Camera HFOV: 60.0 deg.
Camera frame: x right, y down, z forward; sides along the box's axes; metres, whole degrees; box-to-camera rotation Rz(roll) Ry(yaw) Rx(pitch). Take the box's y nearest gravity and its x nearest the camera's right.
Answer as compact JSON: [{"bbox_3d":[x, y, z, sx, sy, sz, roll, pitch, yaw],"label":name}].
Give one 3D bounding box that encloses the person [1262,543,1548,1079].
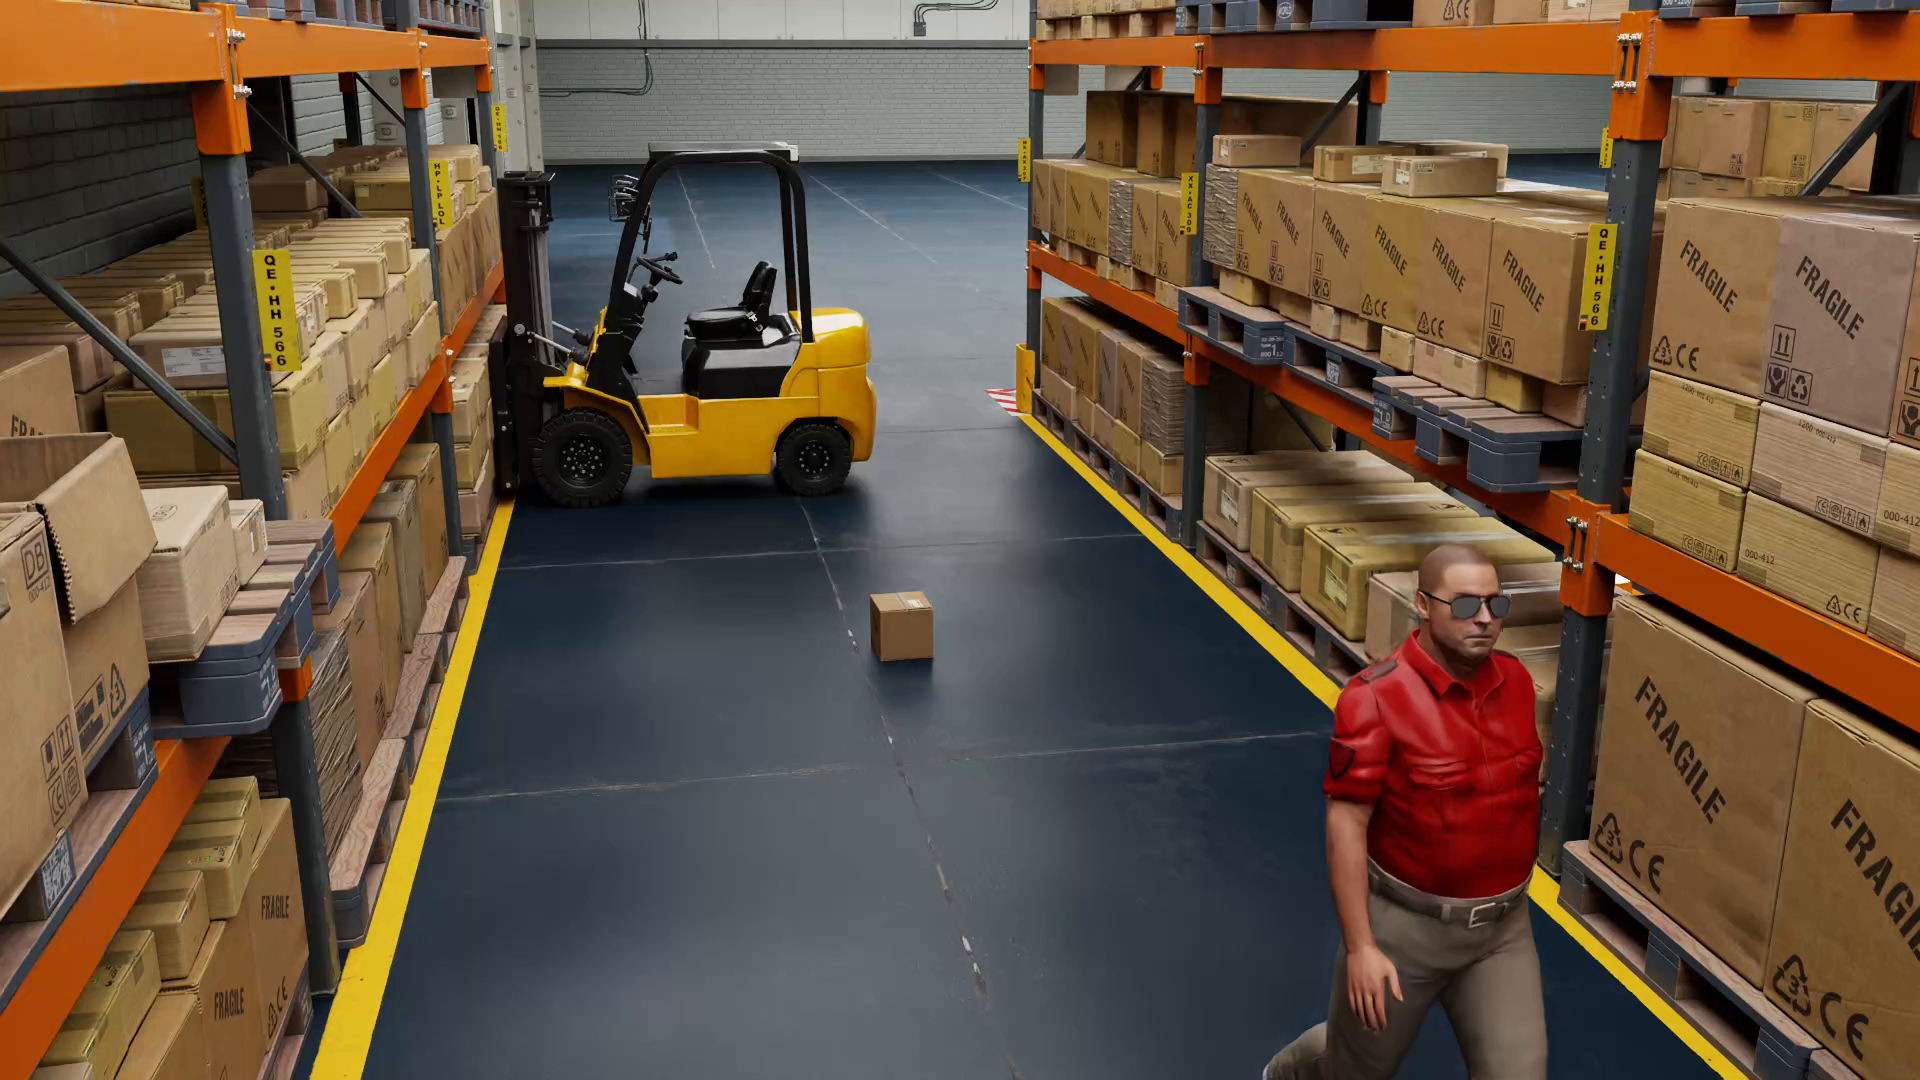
[{"bbox_3d":[1.040,0.832,3.697,0.552,1.681,0.985,-6,17,-19],"label":"person"}]
